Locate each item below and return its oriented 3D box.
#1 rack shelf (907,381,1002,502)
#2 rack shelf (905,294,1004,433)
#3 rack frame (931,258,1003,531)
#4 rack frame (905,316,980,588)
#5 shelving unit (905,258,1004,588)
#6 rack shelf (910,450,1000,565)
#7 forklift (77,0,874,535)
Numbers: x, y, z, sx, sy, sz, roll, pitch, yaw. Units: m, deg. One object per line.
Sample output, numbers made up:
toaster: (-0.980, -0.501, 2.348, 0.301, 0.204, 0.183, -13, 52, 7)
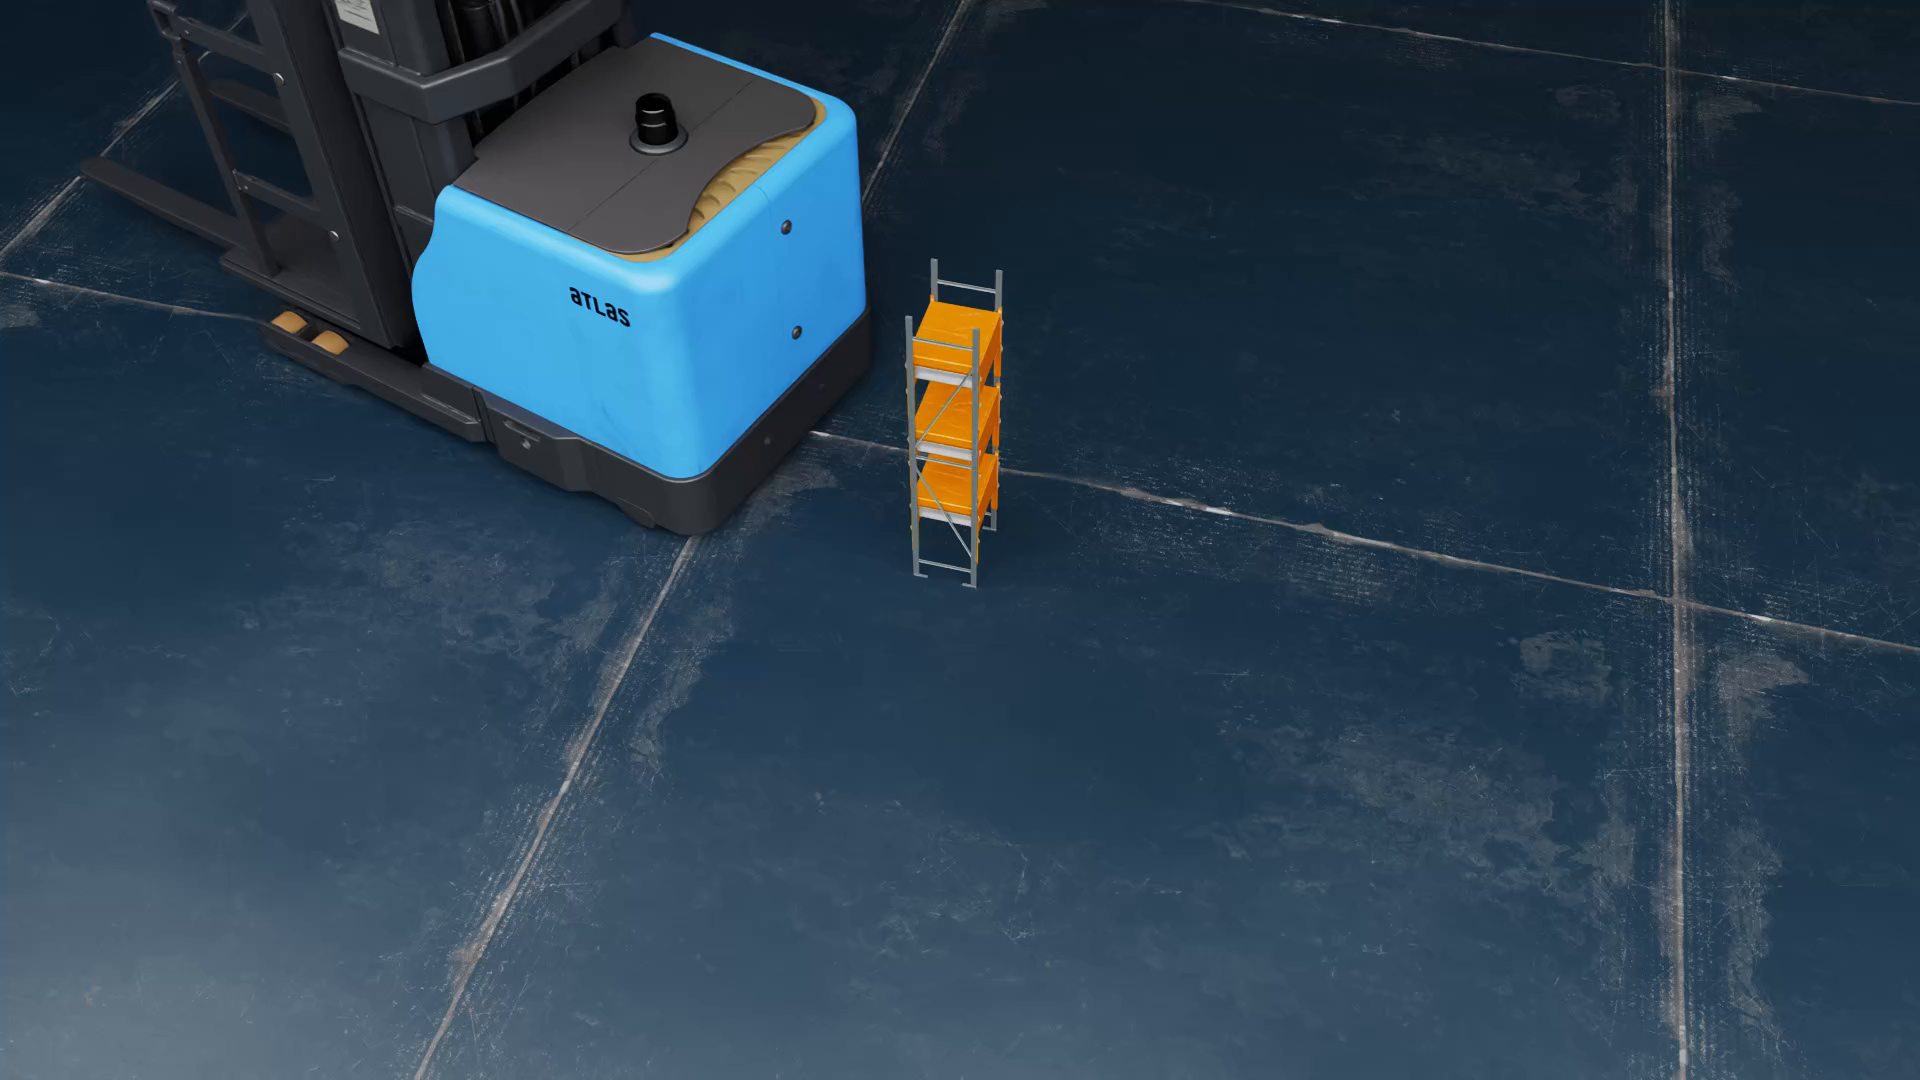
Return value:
rack shelf: (-0.014, -0.302, 4.830, 0.215, 0.259, 0.240, 12, 50, 10)
rack shelf: (-0.014, -0.489, 4.617, 0.215, 0.259, 0.240, 12, 50, 10)
rack frame: (0.018, -0.397, 4.900, 0.200, 1.050, 0.008, 12, 50, 10)
rack frame: (-0.046, -0.220, 4.744, 0.200, 1.050, 0.008, 12, 50, 10)
shelving unit: (-0.014, -0.309, 4.822, 0.215, 1.050, 0.252, 12, 50, 10)
rack shelf: (-0.014, -0.118, 5.039, 0.215, 0.259, 0.240, 12, 50, 10)
forklift: (-1.820, -1.836, 4.915, 3.031, 2.935, 1.130, 25, 53, 20)
